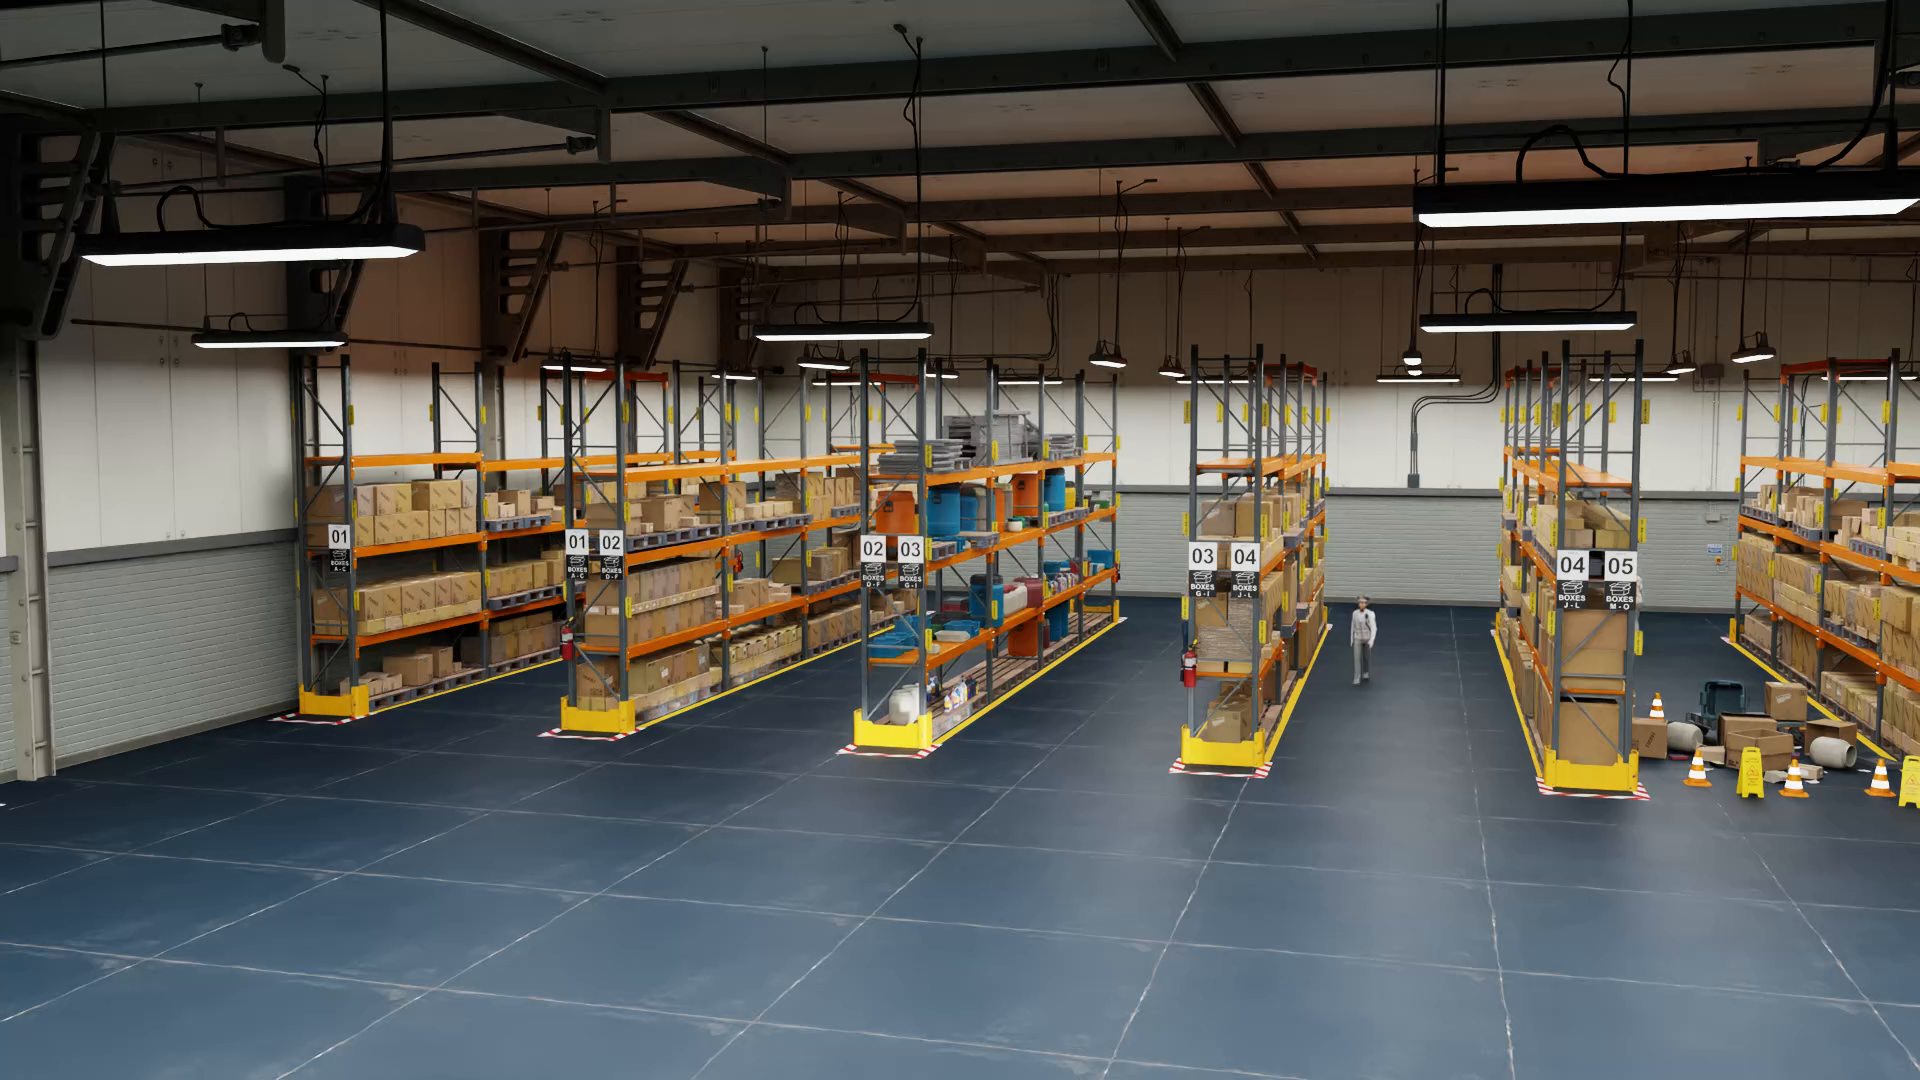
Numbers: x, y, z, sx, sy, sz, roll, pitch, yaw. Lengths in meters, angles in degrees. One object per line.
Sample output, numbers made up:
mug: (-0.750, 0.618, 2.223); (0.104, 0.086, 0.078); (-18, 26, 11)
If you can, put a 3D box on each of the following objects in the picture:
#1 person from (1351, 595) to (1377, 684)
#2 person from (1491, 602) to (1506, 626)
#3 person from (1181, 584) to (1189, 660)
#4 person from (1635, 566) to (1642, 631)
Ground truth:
person: (7.534, 1.840, 31.040); (0.485, 1.620, 1.018); (1, 4, 16)
person: (13.089, 1.182, 39.389); (0.989, 1.734, 0.546); (1, 4, 11)
person: (4.735, 1.655, 34.150); (0.411, 1.524, 0.972); (1, 4, 13)
person: (14.708, 1.393, 36.371); (0.579, 1.764, 0.477); (-3, 5, -33)
